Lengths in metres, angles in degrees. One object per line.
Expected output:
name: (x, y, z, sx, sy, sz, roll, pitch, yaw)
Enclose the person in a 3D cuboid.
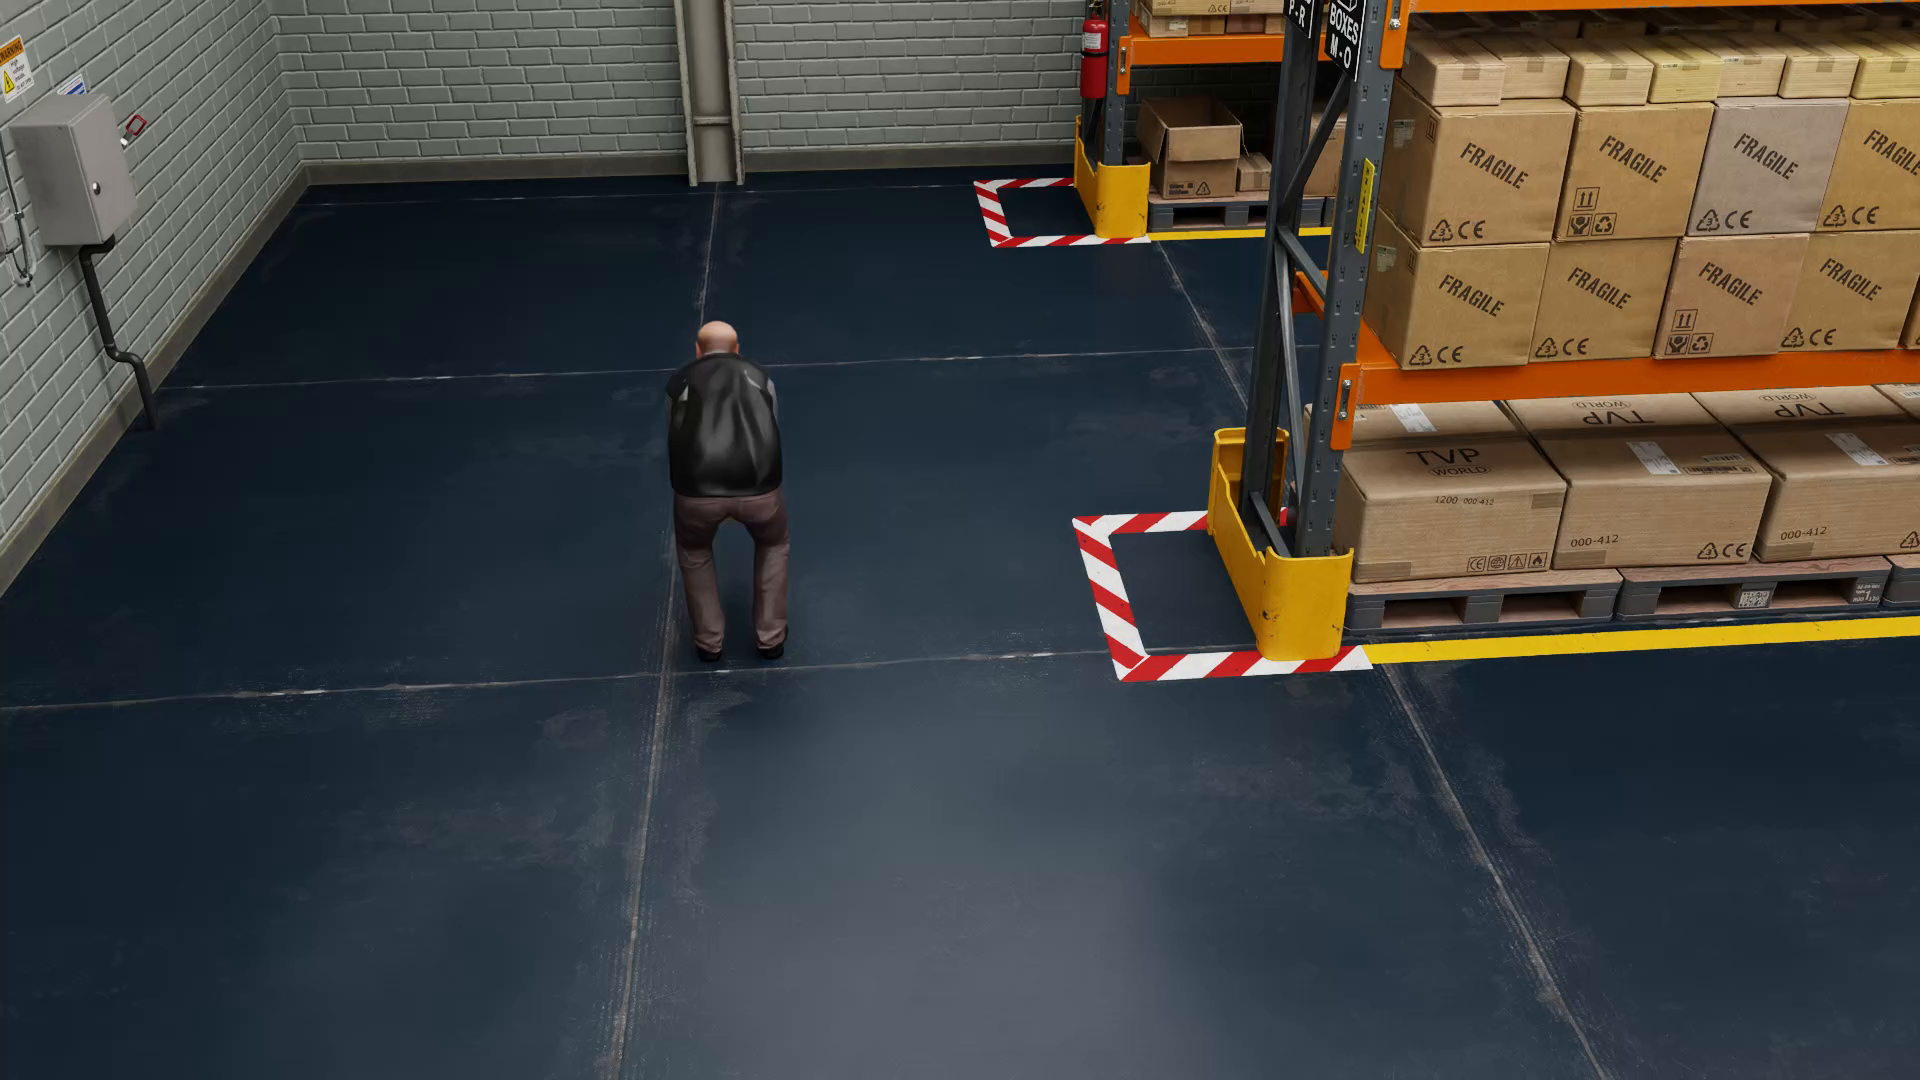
person: (-0.963, -0.185, 6.942, 0.476, 1.235, 0.918, -4, 31, -6)
